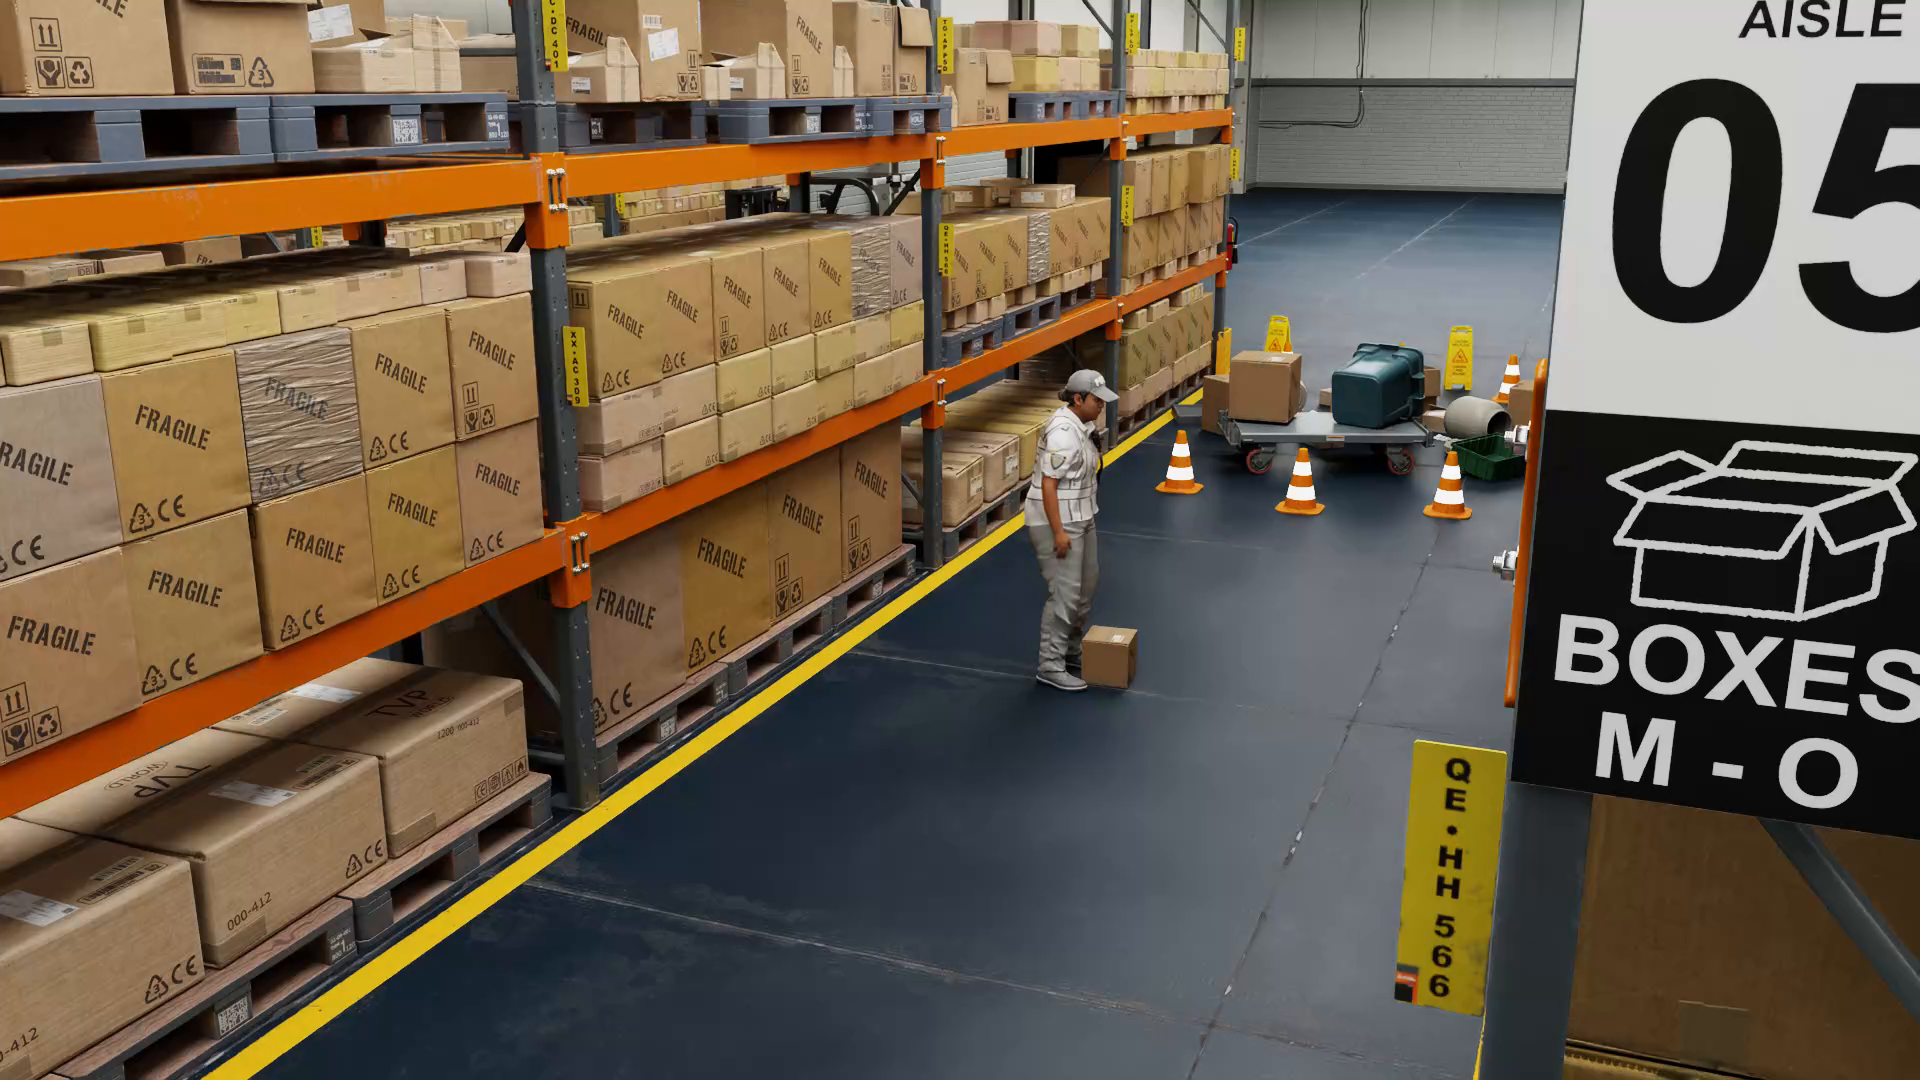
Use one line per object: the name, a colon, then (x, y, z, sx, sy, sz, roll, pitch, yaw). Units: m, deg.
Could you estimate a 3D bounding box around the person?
person: (0.588, -0.076, 8.787, 0.468, 1.665, 0.537, 6, 17, 20)
